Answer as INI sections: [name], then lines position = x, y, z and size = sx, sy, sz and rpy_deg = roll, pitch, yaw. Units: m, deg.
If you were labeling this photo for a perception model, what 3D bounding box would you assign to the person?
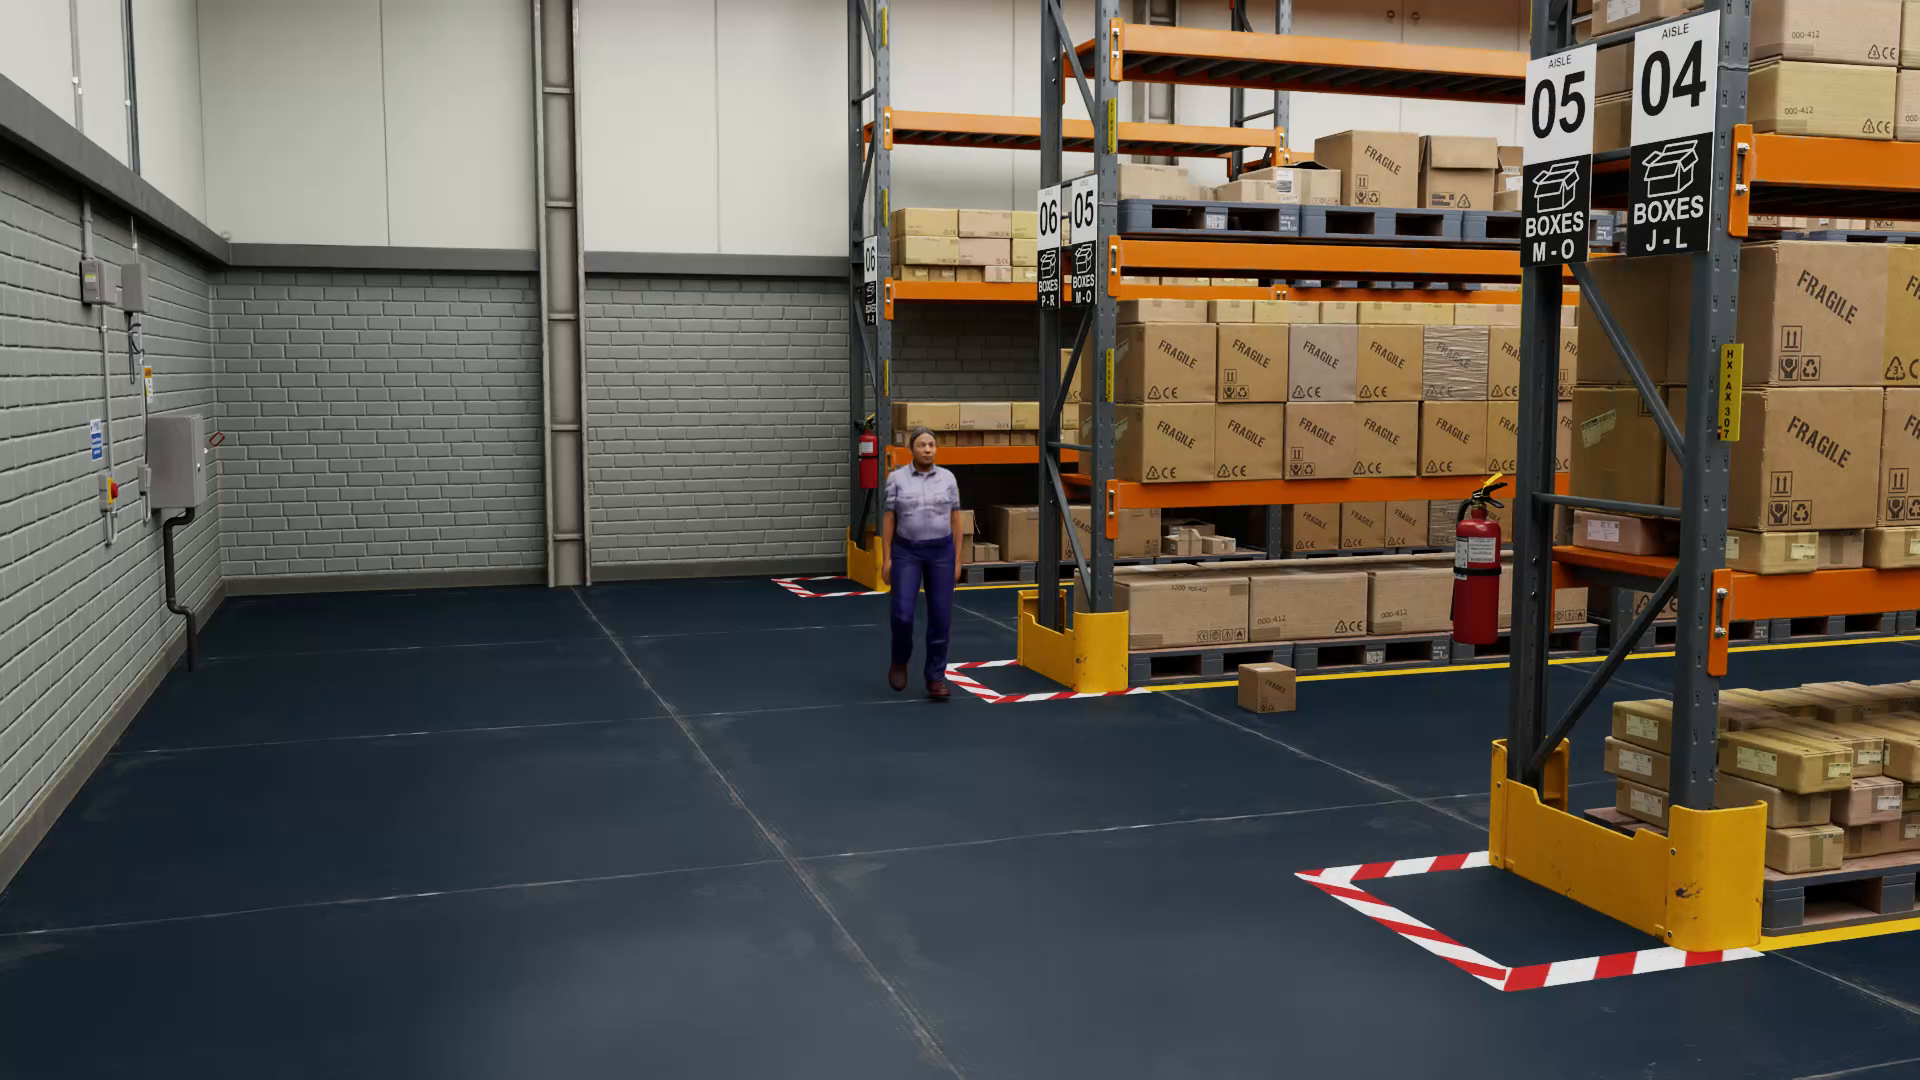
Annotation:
[person]
position = -0.225, 0.130, 10.131
size = 0.507, 1.639, 0.467
rpy_deg = -1, 6, -13
